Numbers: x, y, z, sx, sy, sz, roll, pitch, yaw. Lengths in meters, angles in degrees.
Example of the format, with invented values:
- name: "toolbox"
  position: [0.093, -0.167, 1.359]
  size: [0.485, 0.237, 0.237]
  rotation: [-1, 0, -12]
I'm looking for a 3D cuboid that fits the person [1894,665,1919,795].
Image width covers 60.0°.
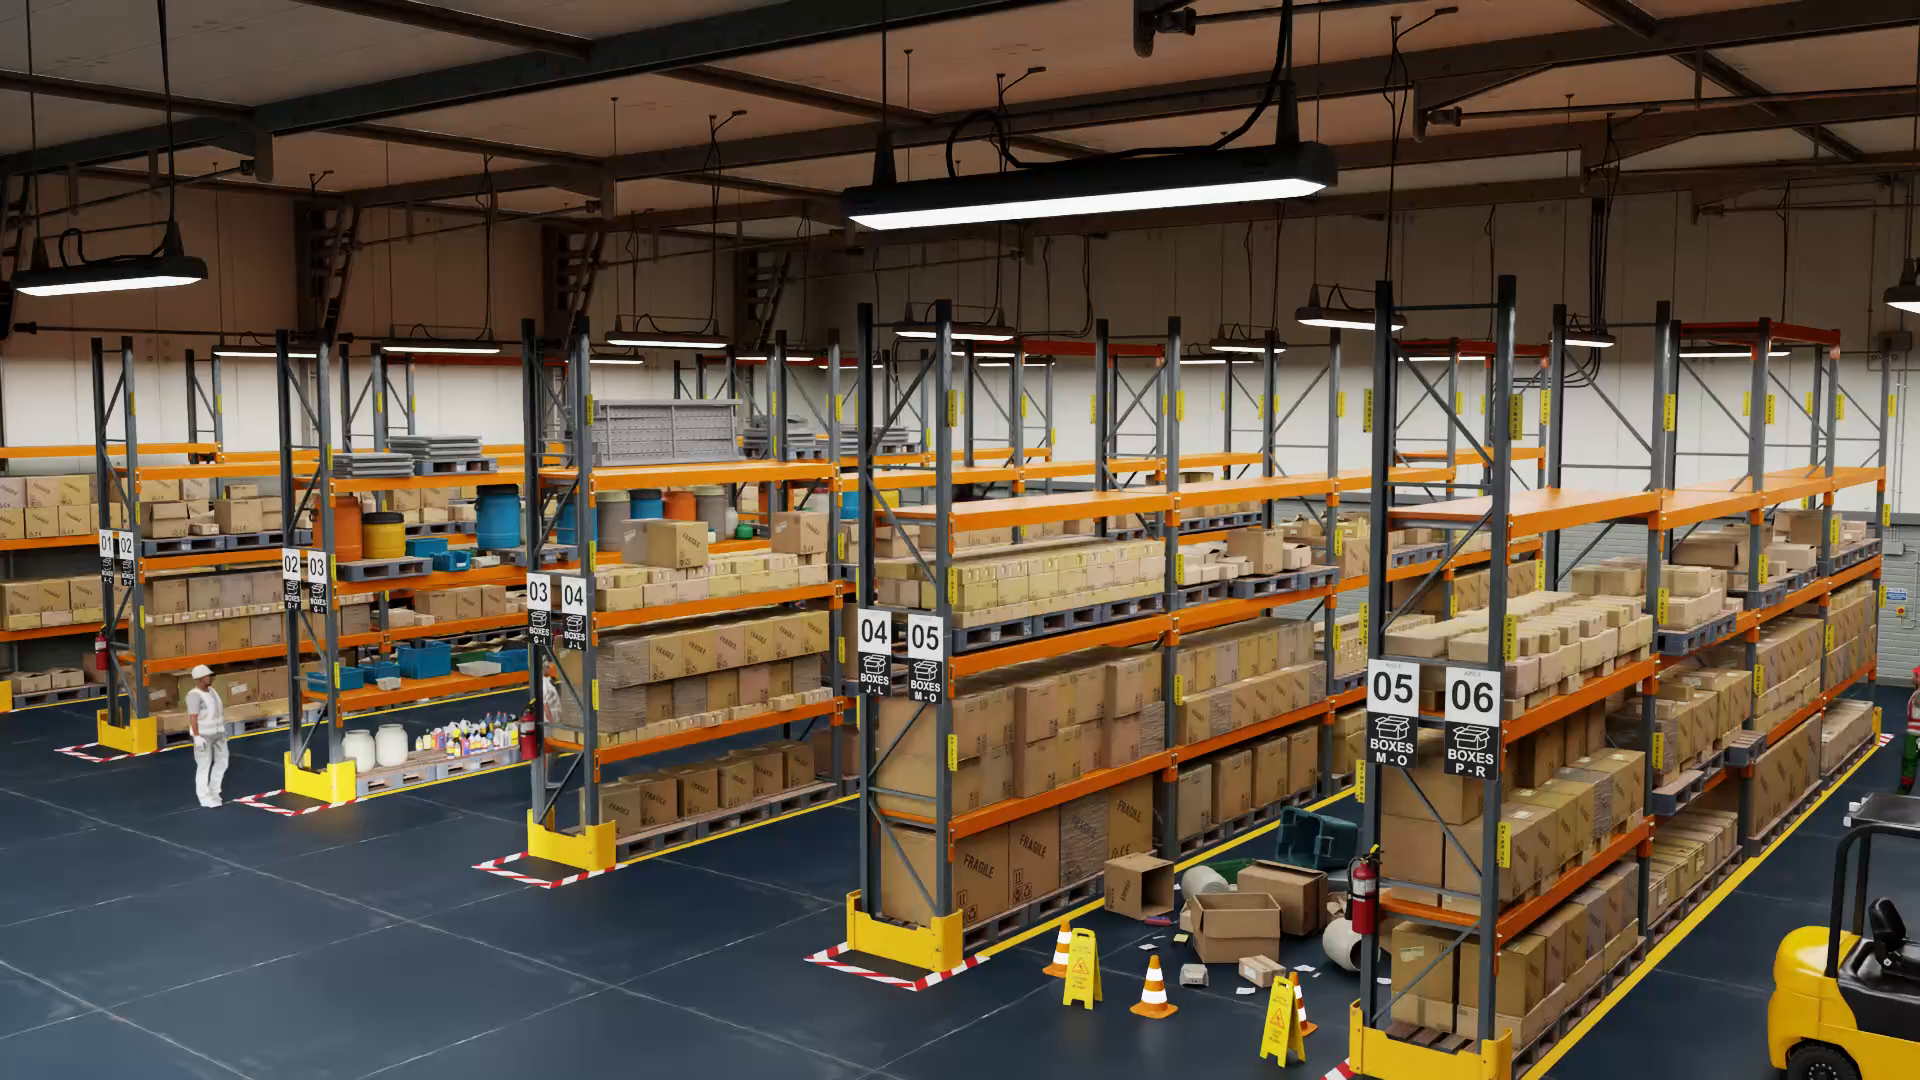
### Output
- name: "person"
  position: [12.126, 2.452, 21.051]
  size: [0.551, 1.789, 0.629]
  rotation: [-3, 6, -32]

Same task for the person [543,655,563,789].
- name: "person"
  position: [-5.382, 2.390, 21.761]
  size: [0.465, 1.809, 0.556]
  rotation: [-2, 5, -19]

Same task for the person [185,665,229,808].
- name: "person"
  position: [-9.473, 2.462, 20.989]
  size: [0.513, 1.794, 0.611]
  rotation: [2, 5, 20]

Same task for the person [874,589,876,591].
- name: "person"
  position: [-2.073, 1.007, 38.330]
  size: [0.896, 1.696, 0.794]
  rotation: [3, 6, 29]
